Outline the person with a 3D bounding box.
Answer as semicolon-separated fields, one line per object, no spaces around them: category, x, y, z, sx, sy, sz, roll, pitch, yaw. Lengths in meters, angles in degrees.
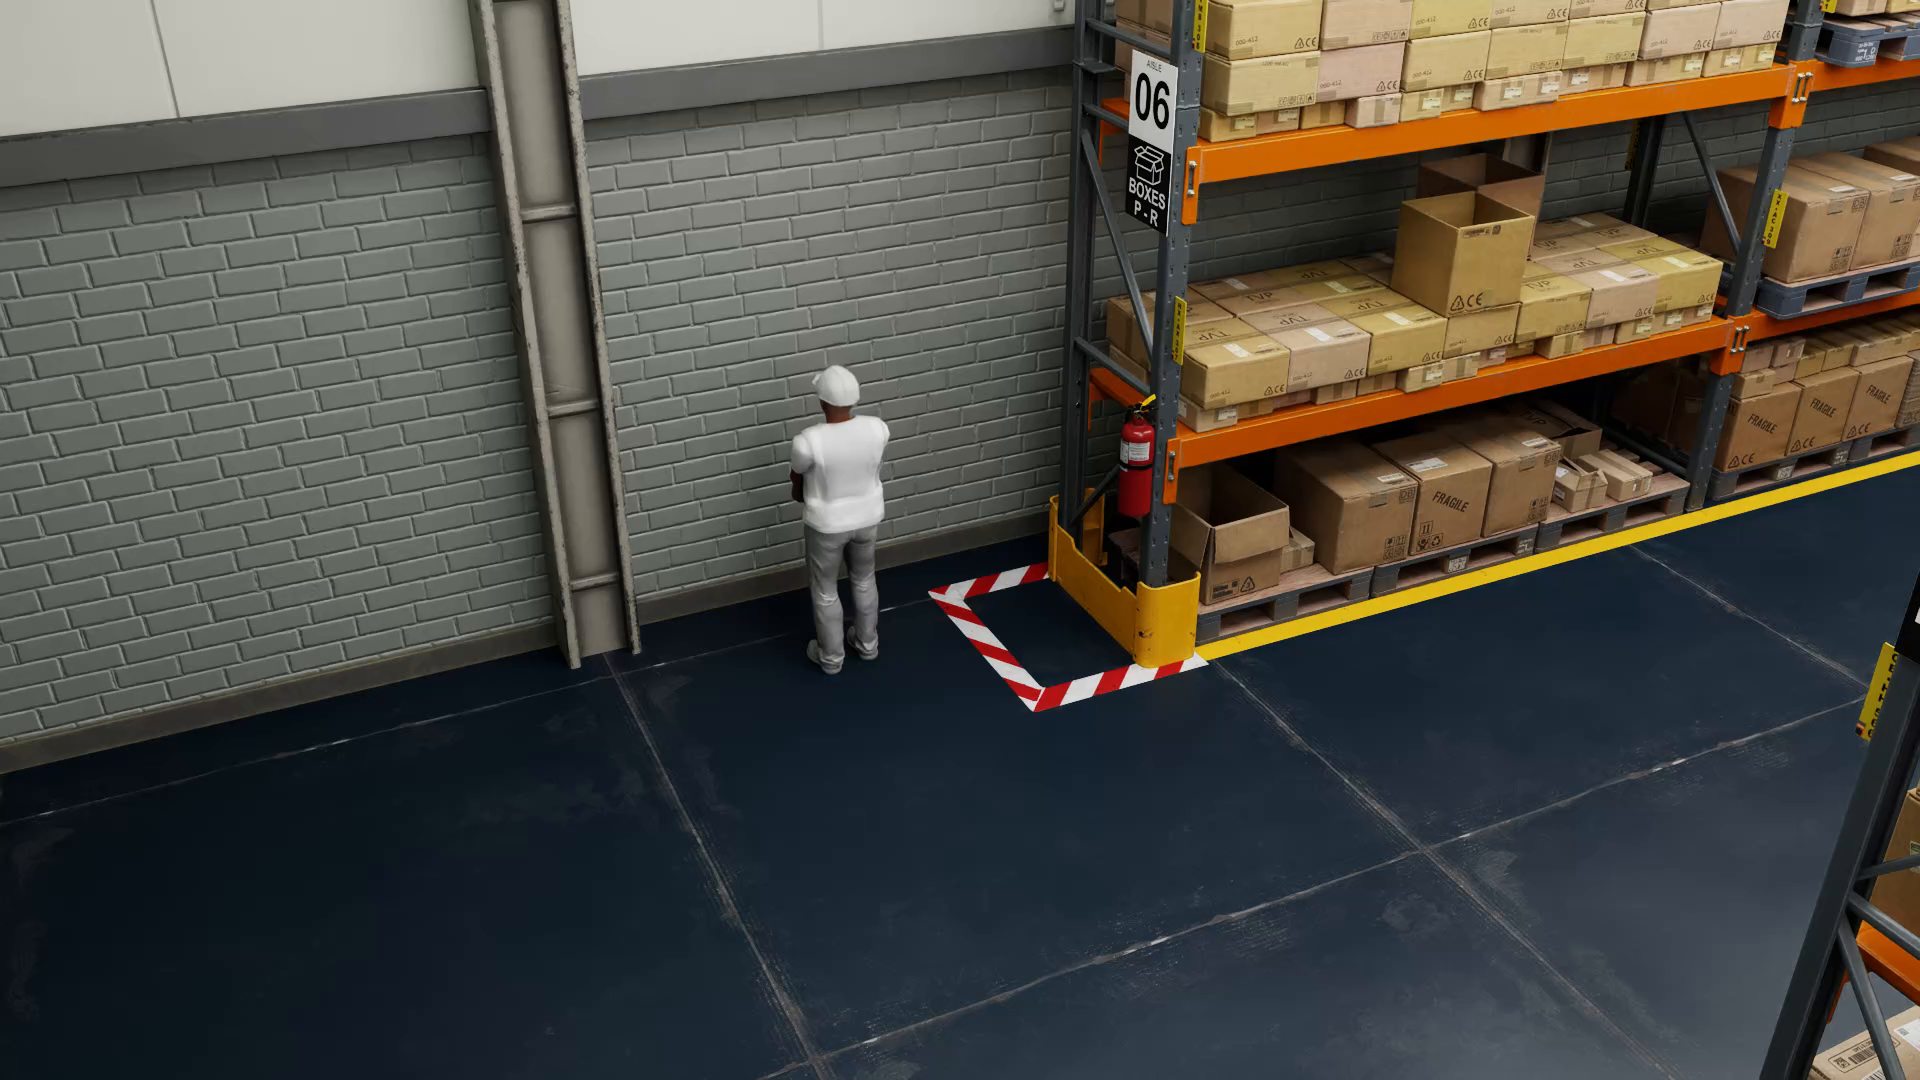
person;-0.660;-0.150;8.703;0.503;1.760;0.586;-12;32;-21
